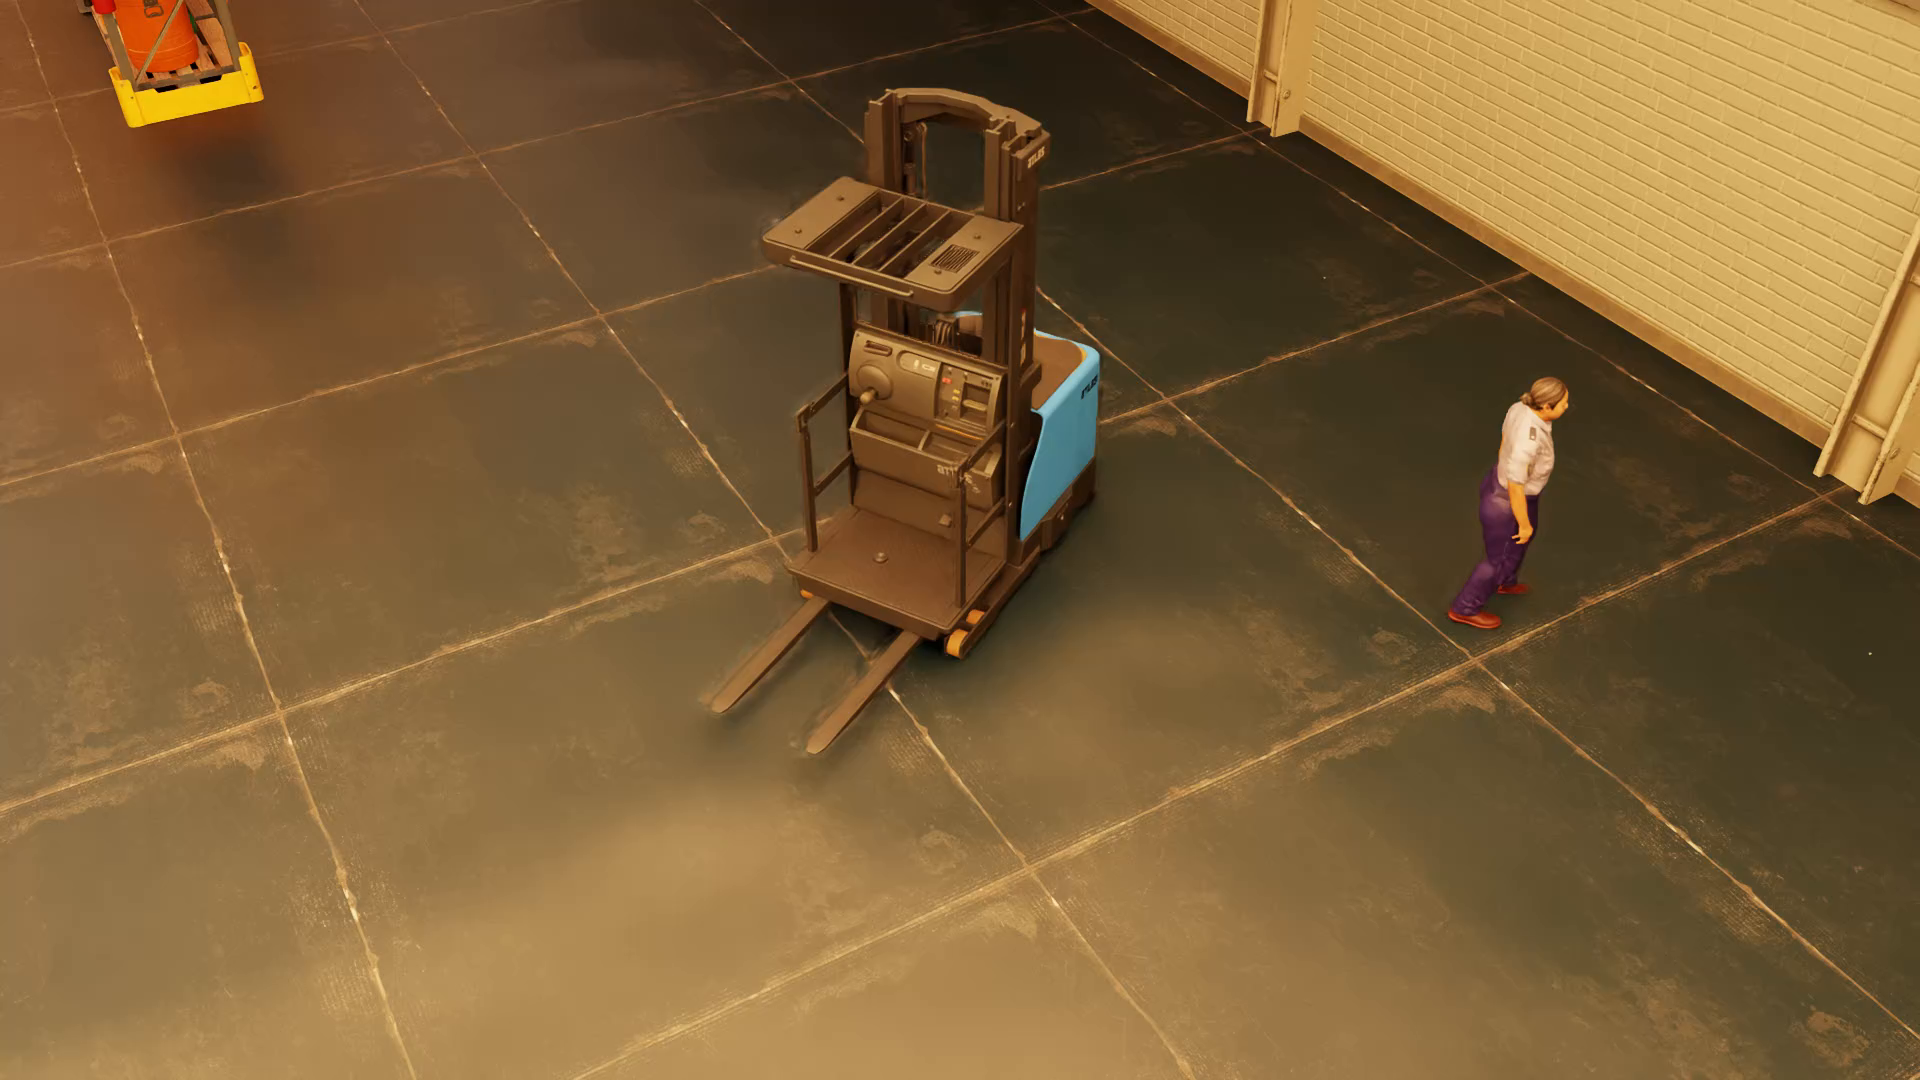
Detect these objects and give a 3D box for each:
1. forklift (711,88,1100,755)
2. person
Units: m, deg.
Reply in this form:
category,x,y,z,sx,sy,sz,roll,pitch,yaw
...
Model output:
category,x,y,z,sx,sy,sz,roll,pitch,yaw
forklift,-0.299,-0.788,8.987,1.130,2.935,3.031,20,44,22
person,3.140,-0.206,9.329,0.492,1.678,0.581,9,40,11
